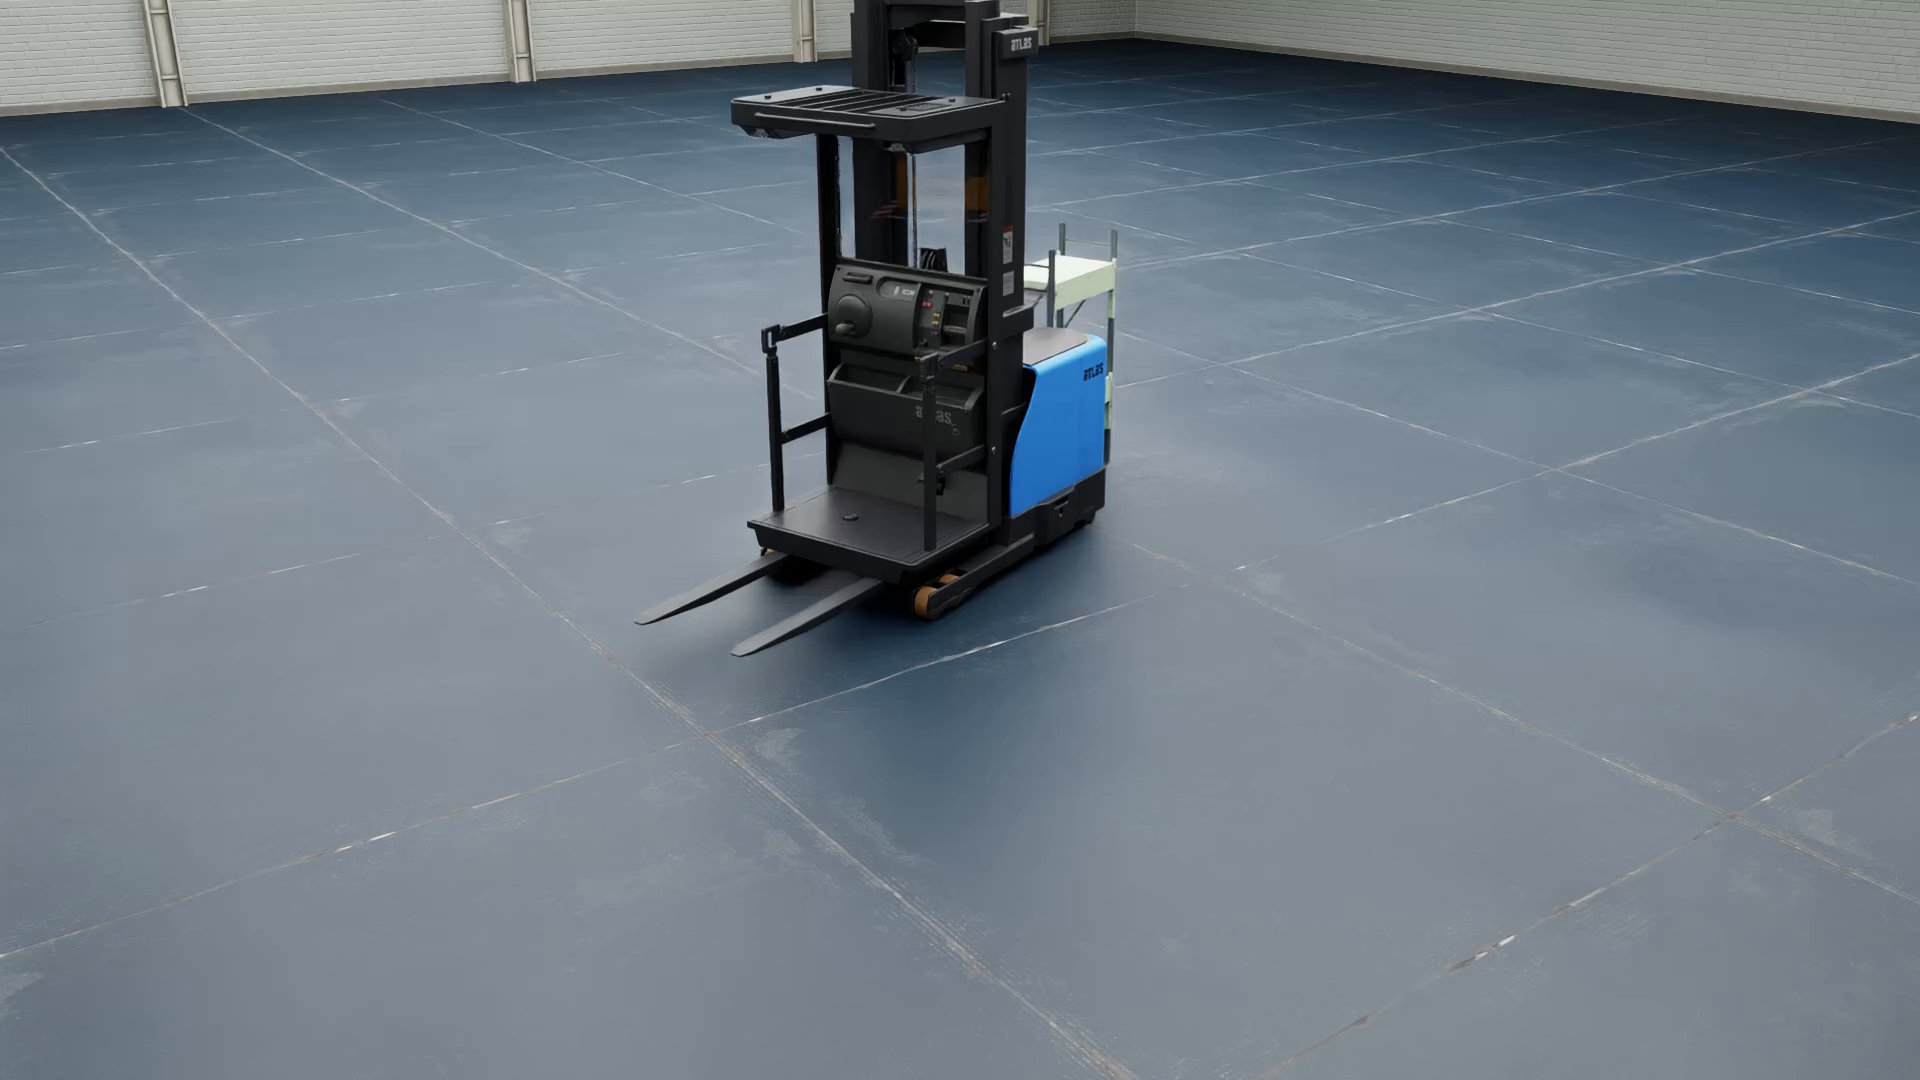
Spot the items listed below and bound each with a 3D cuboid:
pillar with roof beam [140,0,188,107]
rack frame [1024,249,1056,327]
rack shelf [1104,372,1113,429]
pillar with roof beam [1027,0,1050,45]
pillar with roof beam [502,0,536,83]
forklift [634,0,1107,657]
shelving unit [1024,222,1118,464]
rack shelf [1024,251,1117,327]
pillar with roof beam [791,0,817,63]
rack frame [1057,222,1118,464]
[{"bbox_3d":[-10.364,-9.996,22.304,0.400,9.000,9.100,-15,26,-33],"label":"pillar with roof beam"},{"bbox_3d":[0.374,-1.000,9.874,0.400,1.500,0.023,14,26,31],"label":"rack frame"},{"bbox_3d":[0.578,-0.808,10.276,0.431,0.370,0.720,14,26,31],"label":"rack shelf"},{"bbox_3d":[4.248,-13.892,32.068,0.400,9.000,9.100,-15,26,-33],"label":"pillar with roof beam"},{"bbox_3d":[-5.493,-11.294,25.559,0.400,9.000,9.100,-15,26,-33],"label":"pillar with roof beam"},{"bbox_3d":[-0.406,-1.162,8.353,1.130,2.935,3.031,14,26,32],"label":"forklift"},{"bbox_3d":[0.579,-1.111,10.156,0.431,1.500,0.755,14,26,31],"label":"shelving unit"},{"bbox_3d":[0.579,-1.474,10.012,0.431,0.370,0.720,14,26,31],"label":"rack shelf"},{"bbox_3d":[-0.623,-12.593,28.813,0.400,9.000,9.100,-15,26,-33],"label":"pillar with roof beam"},{"bbox_3d":[0.784,-1.223,10.438,0.400,1.500,0.023,14,26,31],"label":"rack frame"}]
